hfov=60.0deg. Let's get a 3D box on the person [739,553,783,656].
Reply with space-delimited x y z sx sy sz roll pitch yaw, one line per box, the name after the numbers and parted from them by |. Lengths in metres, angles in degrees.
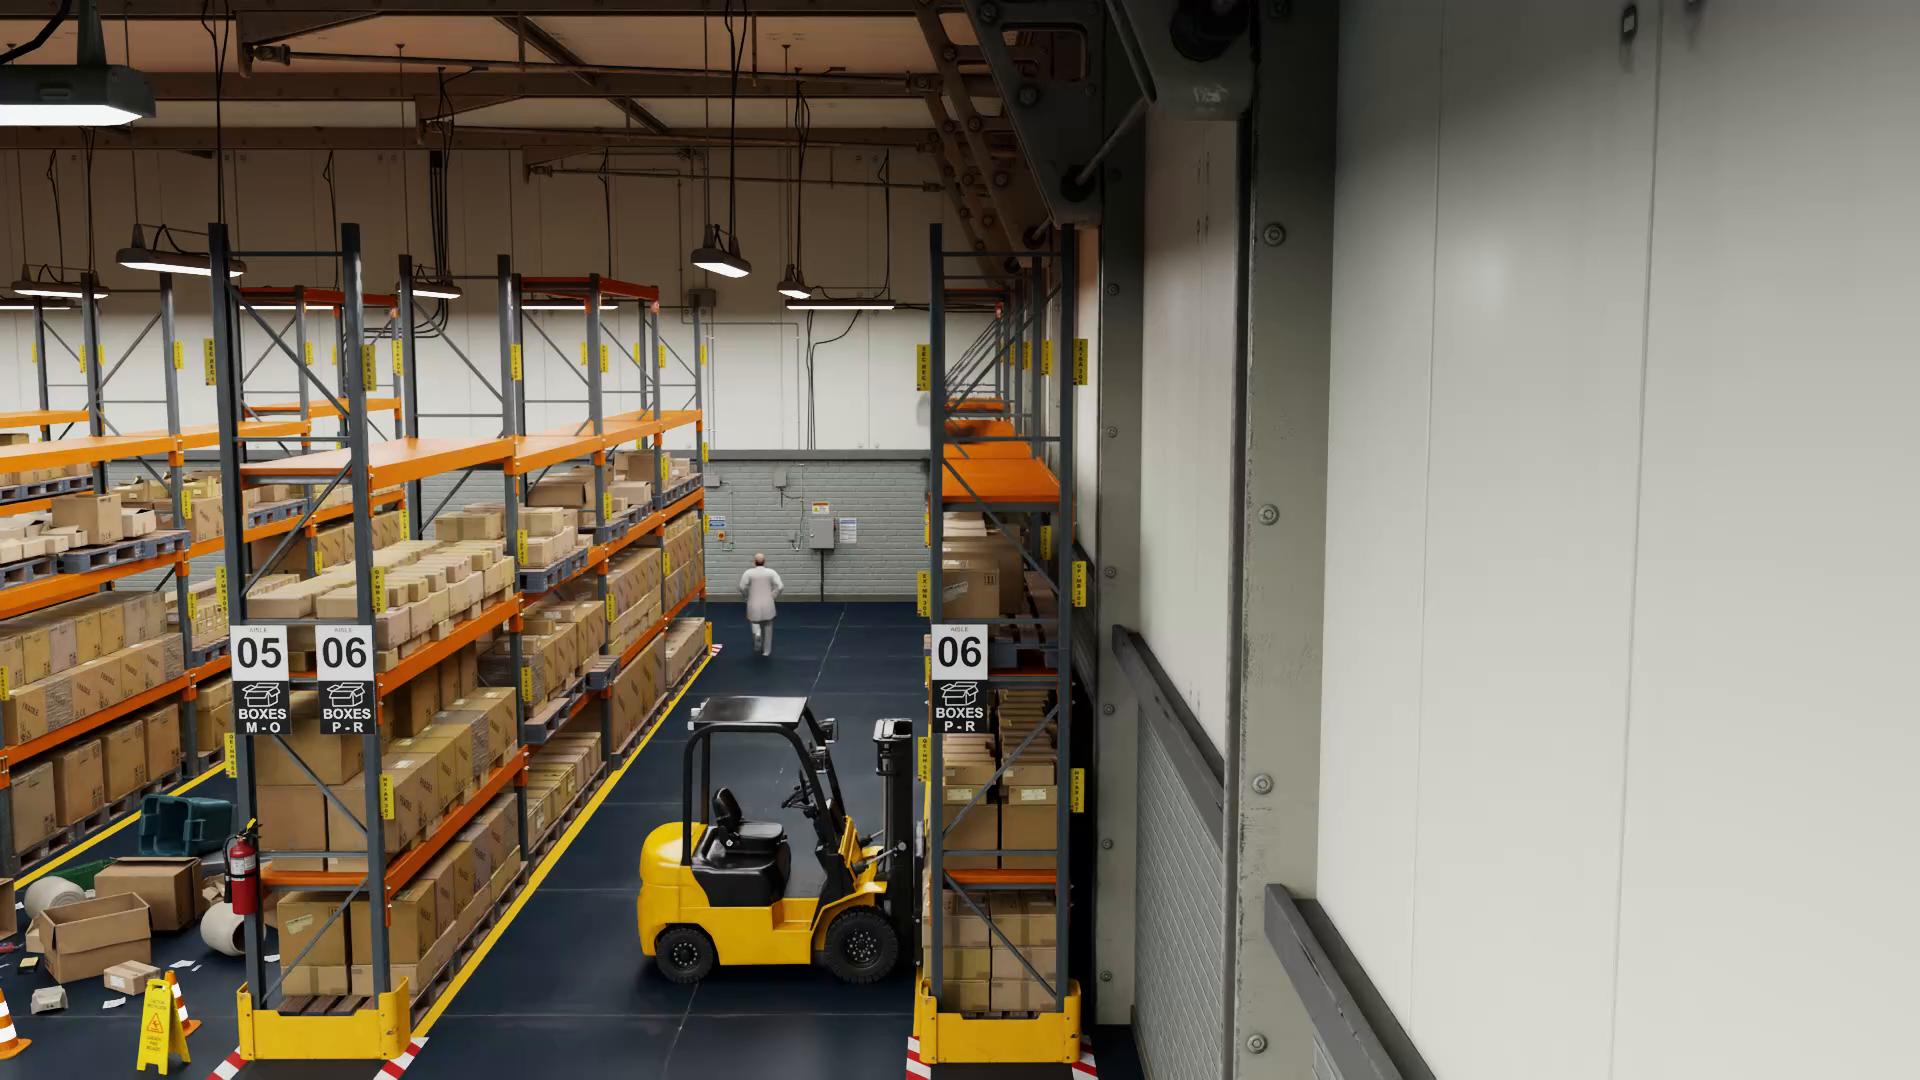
-3.319 1.079 27.743 0.737 1.738 0.688 -1 7 -9 | person
